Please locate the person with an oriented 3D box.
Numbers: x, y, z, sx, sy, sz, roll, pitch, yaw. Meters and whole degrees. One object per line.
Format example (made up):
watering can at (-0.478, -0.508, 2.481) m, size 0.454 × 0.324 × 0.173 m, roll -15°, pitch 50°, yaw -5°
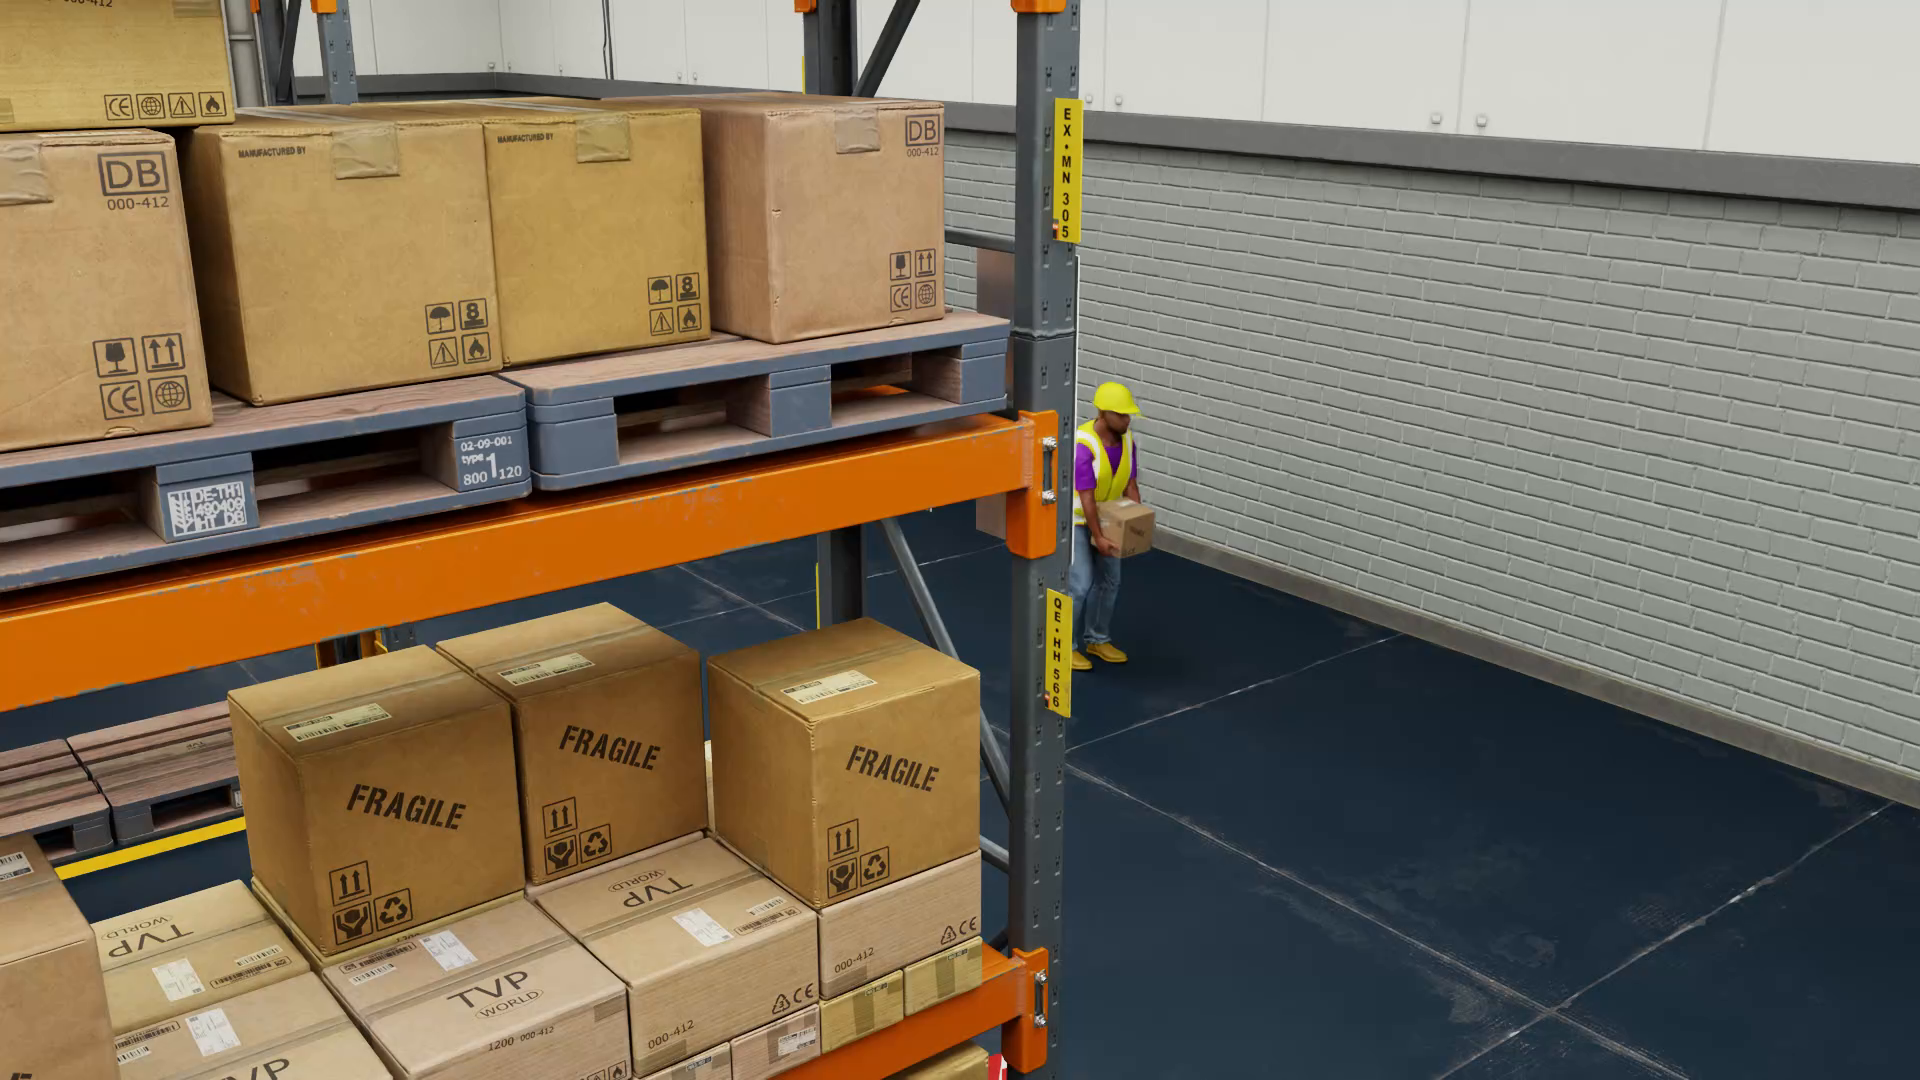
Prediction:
person at (0.841, -0.086, 9.831) m, size 0.497 × 1.736 × 0.600 m, roll -14°, pitch 22°, yaw -37°
